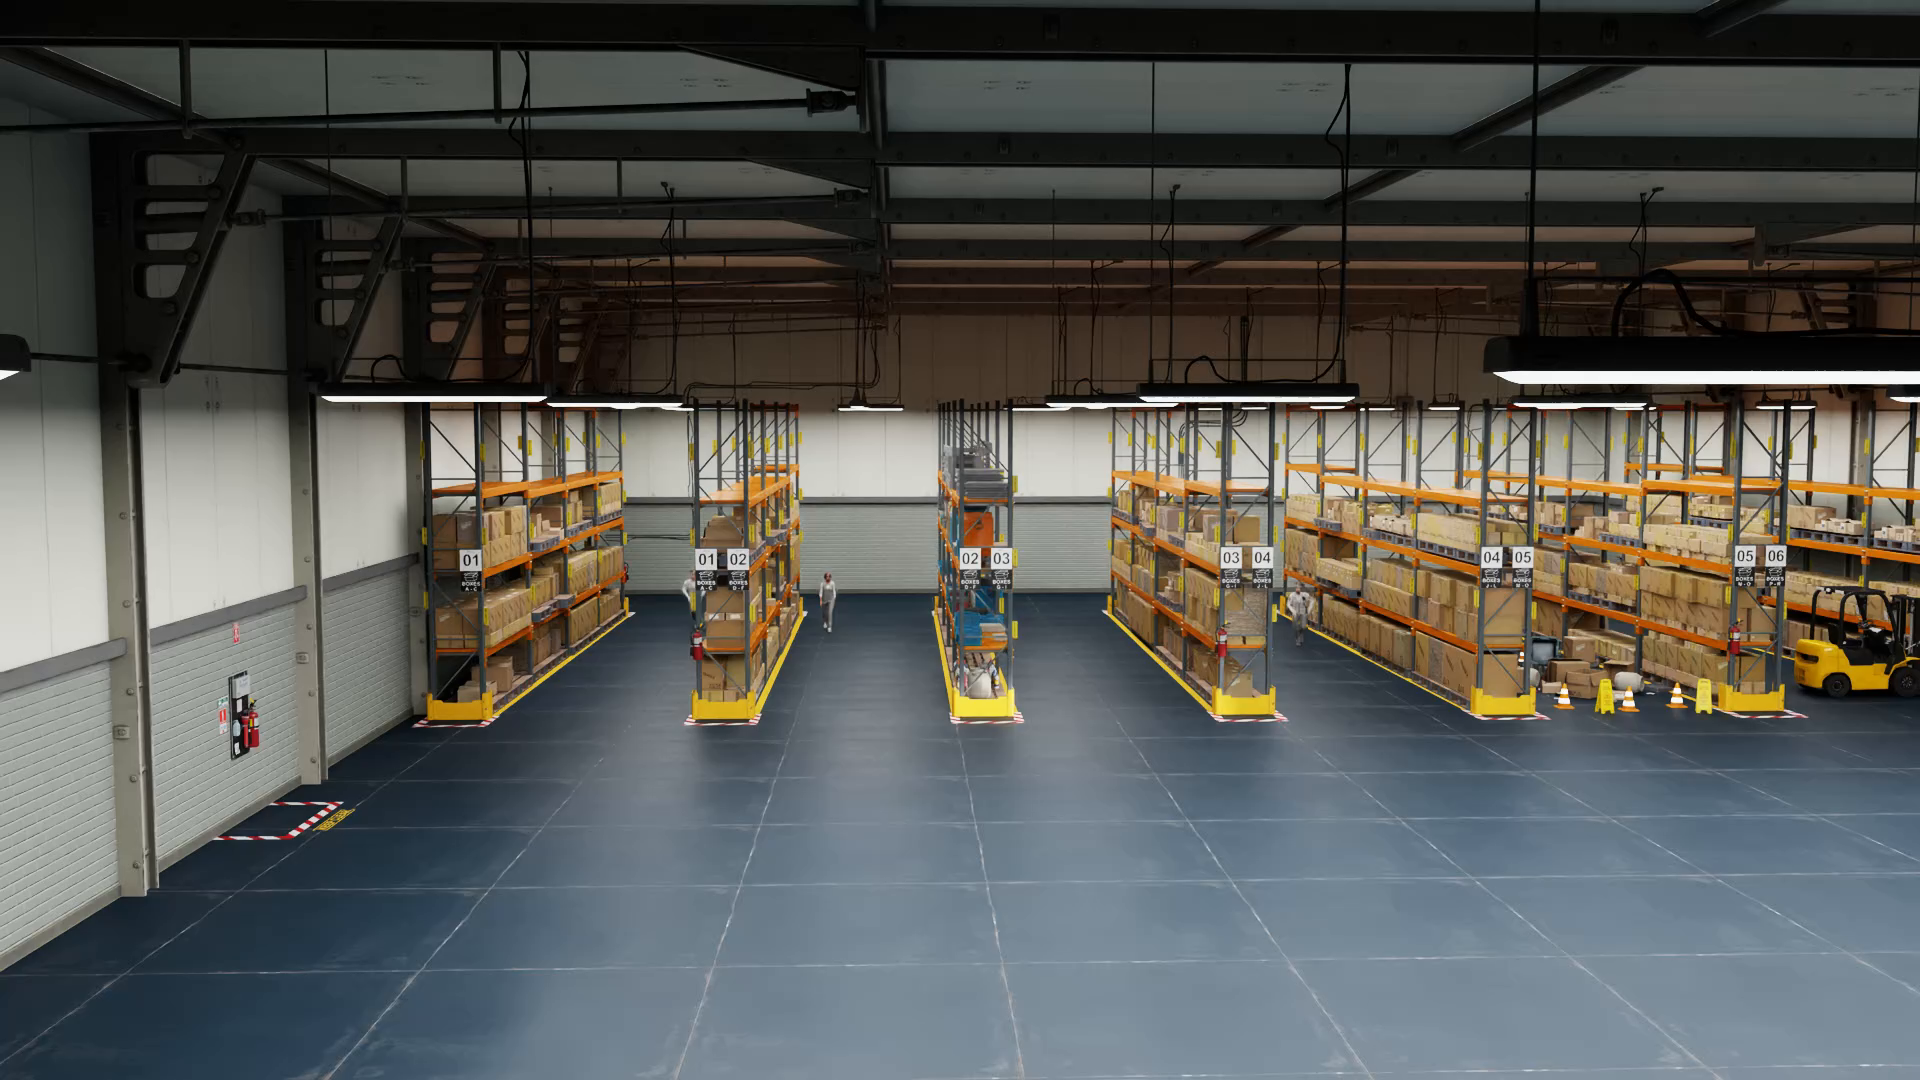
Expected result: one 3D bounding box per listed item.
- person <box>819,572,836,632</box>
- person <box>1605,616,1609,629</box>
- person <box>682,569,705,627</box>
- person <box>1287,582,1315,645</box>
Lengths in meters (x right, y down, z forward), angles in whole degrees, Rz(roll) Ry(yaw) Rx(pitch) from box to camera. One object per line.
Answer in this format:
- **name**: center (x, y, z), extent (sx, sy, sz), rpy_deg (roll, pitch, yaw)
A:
- **person**: center (-3.481, 1.612, 43.723), extent (0.418, 1.537, 0.992), rpy_deg (0, 4, -1)
- **person**: center (16.756, 1.587, 43.395), extent (0.576, 1.767, 0.393), rpy_deg (-2, 5, -28)
- **person**: center (-7.079, 1.559, 44.382), extent (0.585, 1.602, 0.702), rpy_deg (1, 4, 7)
- **person**: center (8.406, 1.812, 41.038), extent (0.674, 1.602, 0.679), rpy_deg (1, 4, 8)
